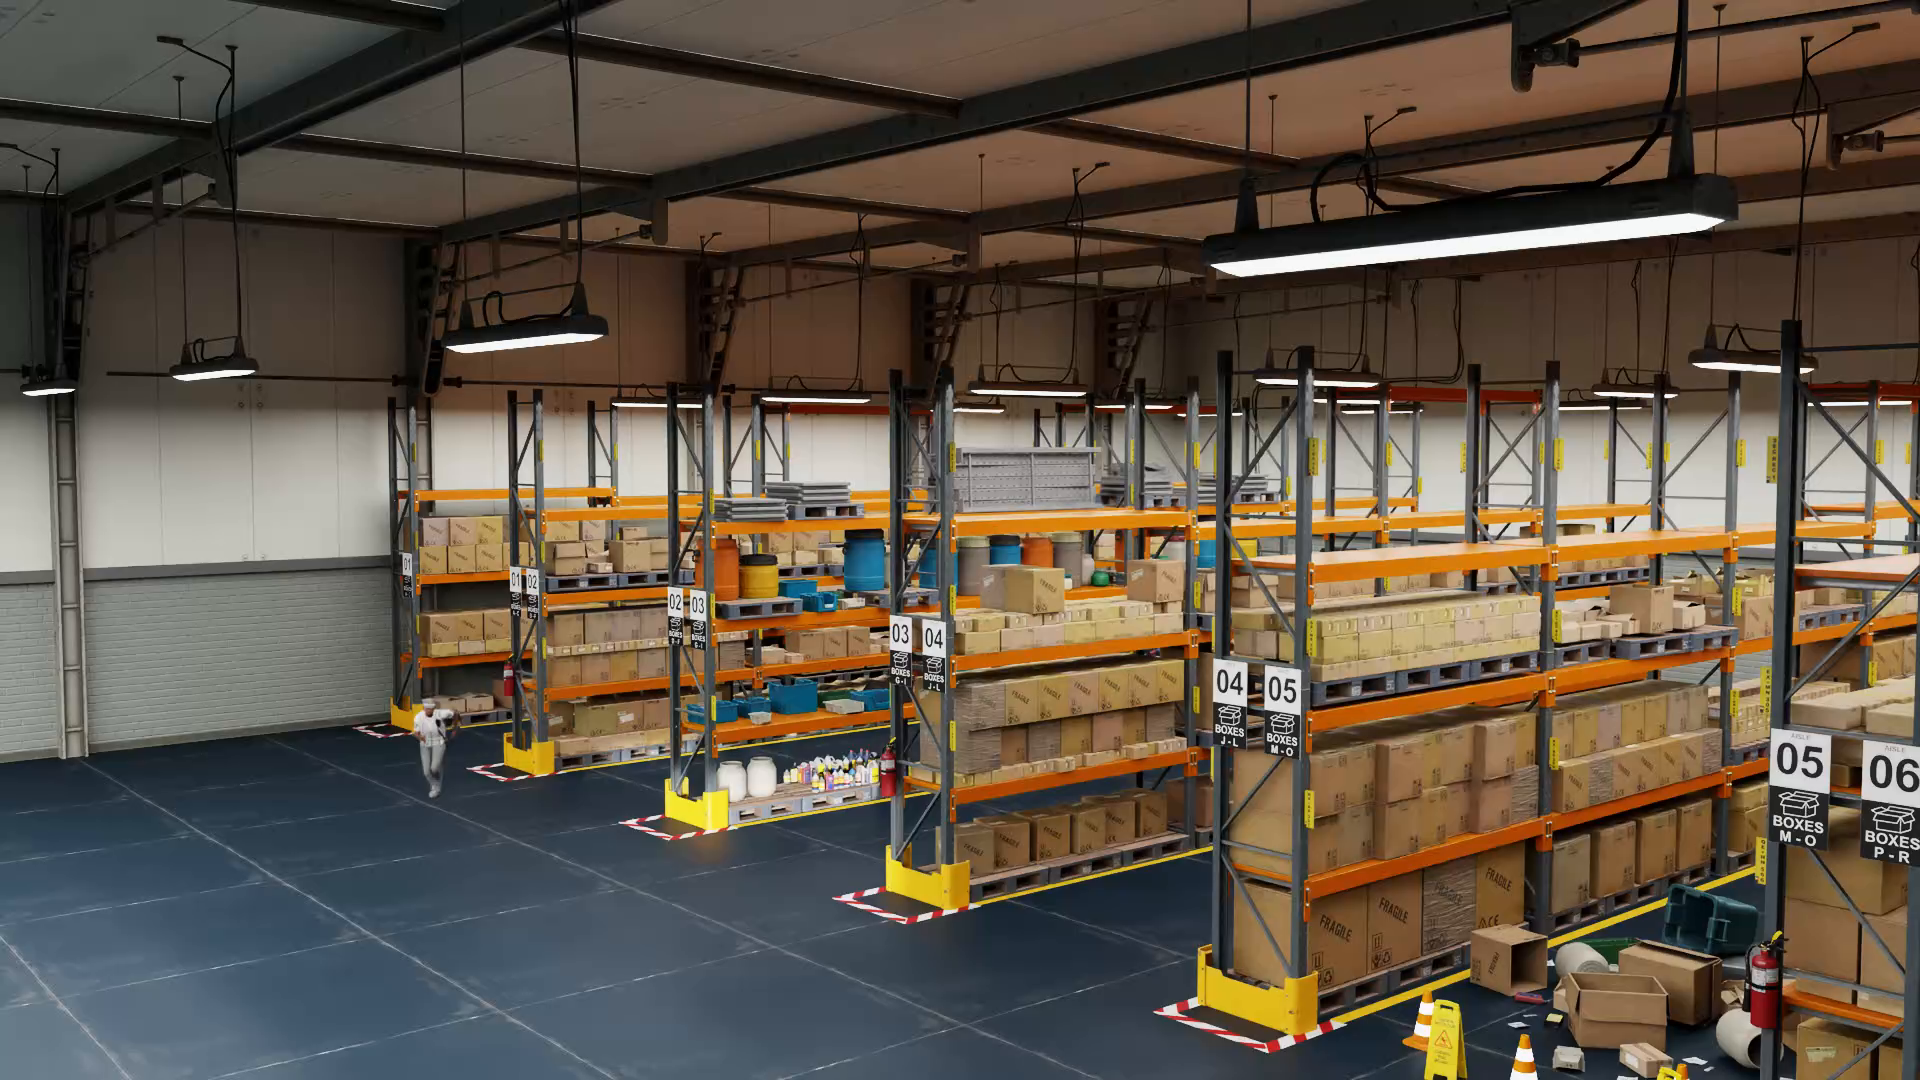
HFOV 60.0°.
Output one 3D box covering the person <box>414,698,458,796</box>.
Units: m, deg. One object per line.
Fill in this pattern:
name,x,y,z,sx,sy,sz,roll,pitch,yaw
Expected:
person,-7.593,3.007,24.102,0.592,1.511,0.851,-1,3,-9
